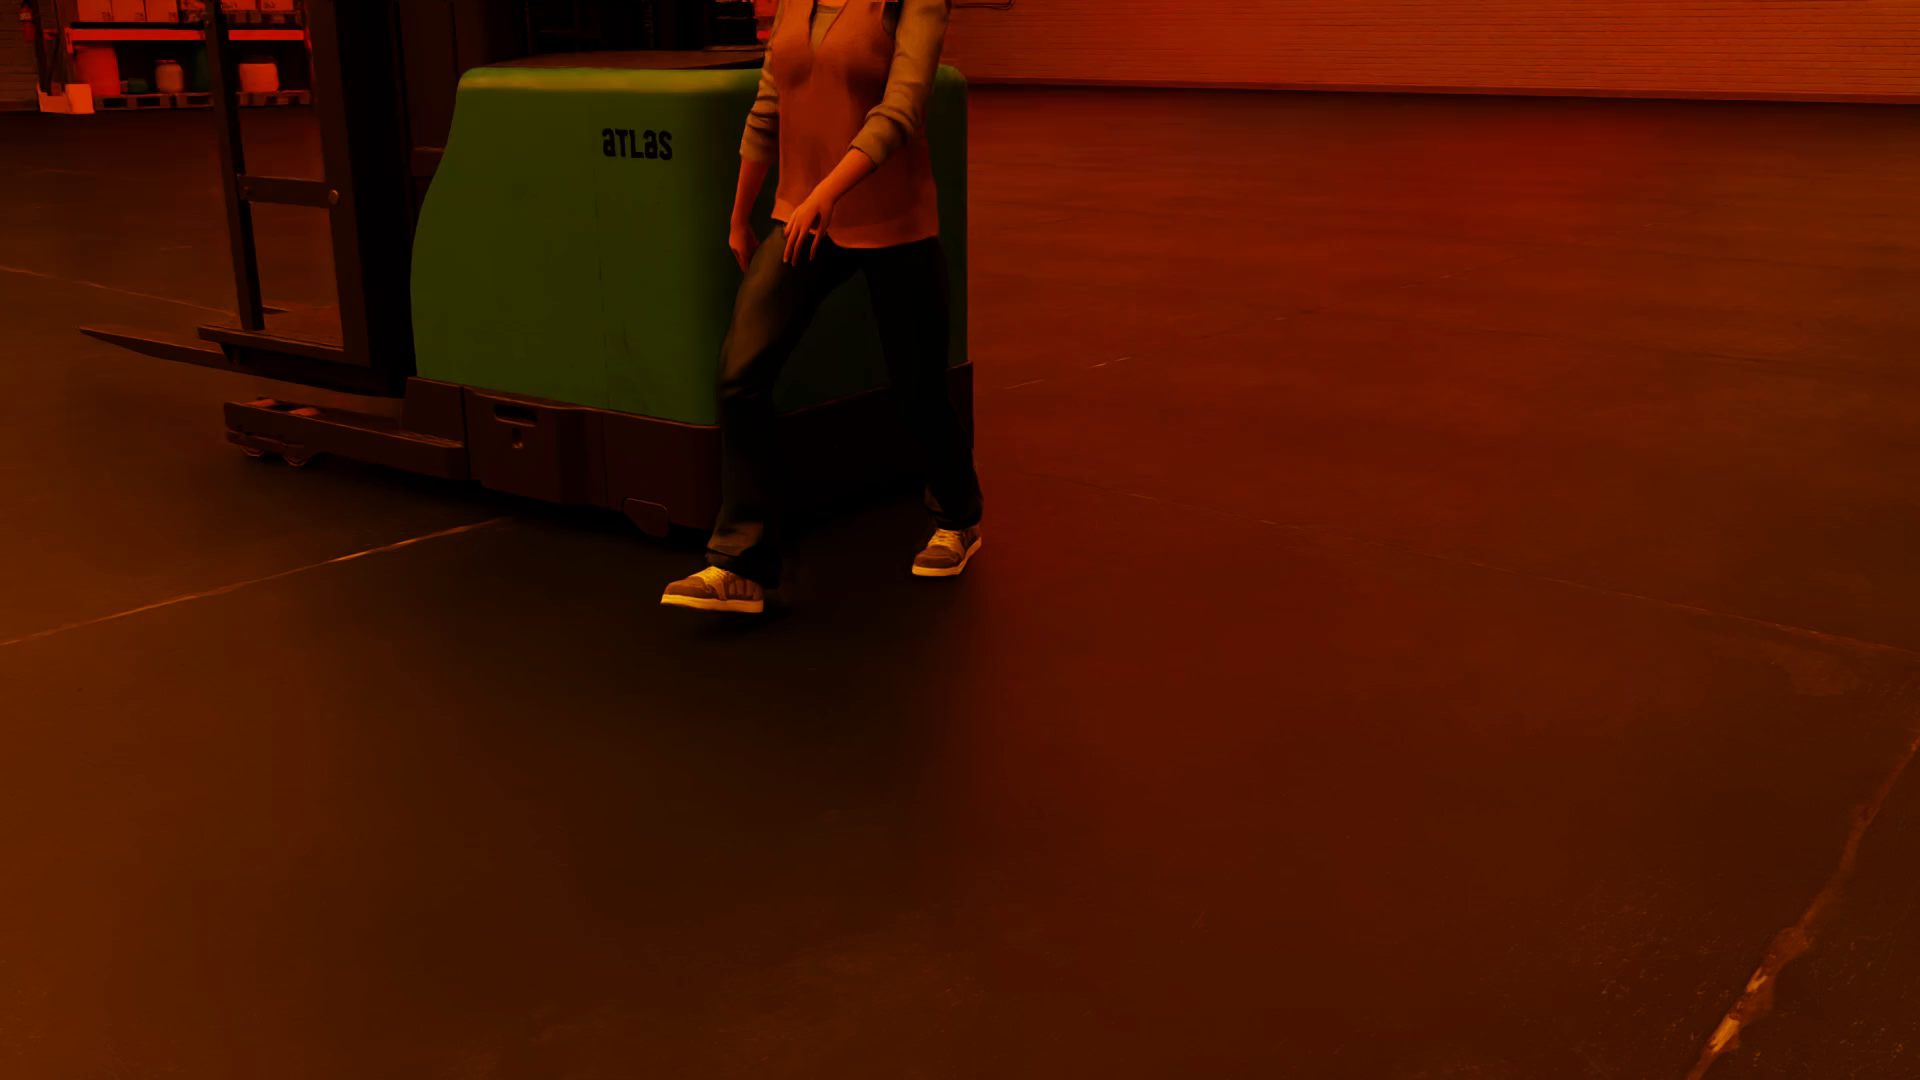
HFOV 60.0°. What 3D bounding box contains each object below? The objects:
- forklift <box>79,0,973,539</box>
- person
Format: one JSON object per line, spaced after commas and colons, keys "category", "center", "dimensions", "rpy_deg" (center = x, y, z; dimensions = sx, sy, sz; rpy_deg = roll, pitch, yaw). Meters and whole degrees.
{"category": "forklift", "center": [-1.467, -1.717, 4.553], "dimensions": [3.031, 2.935, 1.130], "rpy_deg": [11, 20, 33]}
{"category": "person", "center": [-0.284, -0.616, 3.348], "dimensions": [0.544, 1.527, 0.823], "rpy_deg": [7, 18, 22]}
